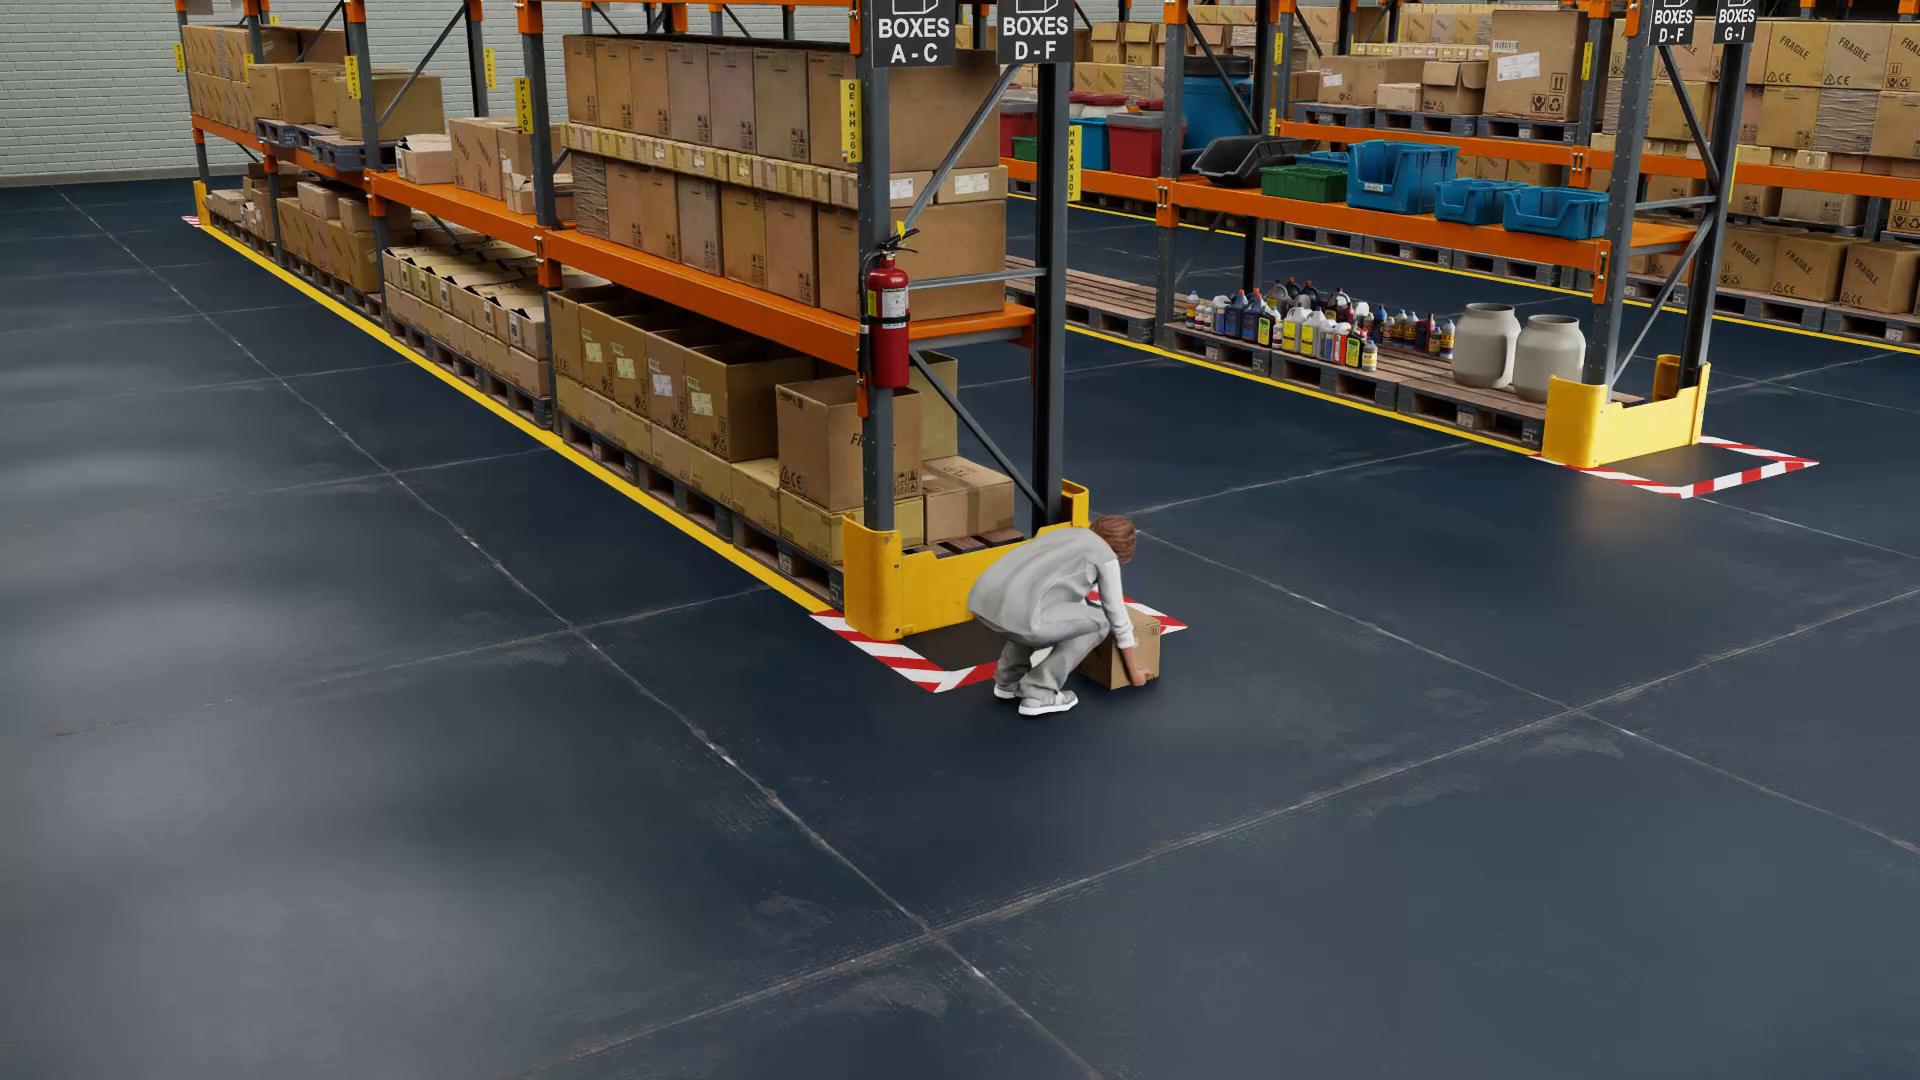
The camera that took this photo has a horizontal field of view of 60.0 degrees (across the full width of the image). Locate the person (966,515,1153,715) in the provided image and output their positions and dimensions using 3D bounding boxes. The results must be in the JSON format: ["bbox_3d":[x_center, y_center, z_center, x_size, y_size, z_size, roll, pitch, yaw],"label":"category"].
[{"bbox_3d":[0.394,0.307,6.638,0.855,0.715,0.420,-14,23,-36],"label":"person"}]
